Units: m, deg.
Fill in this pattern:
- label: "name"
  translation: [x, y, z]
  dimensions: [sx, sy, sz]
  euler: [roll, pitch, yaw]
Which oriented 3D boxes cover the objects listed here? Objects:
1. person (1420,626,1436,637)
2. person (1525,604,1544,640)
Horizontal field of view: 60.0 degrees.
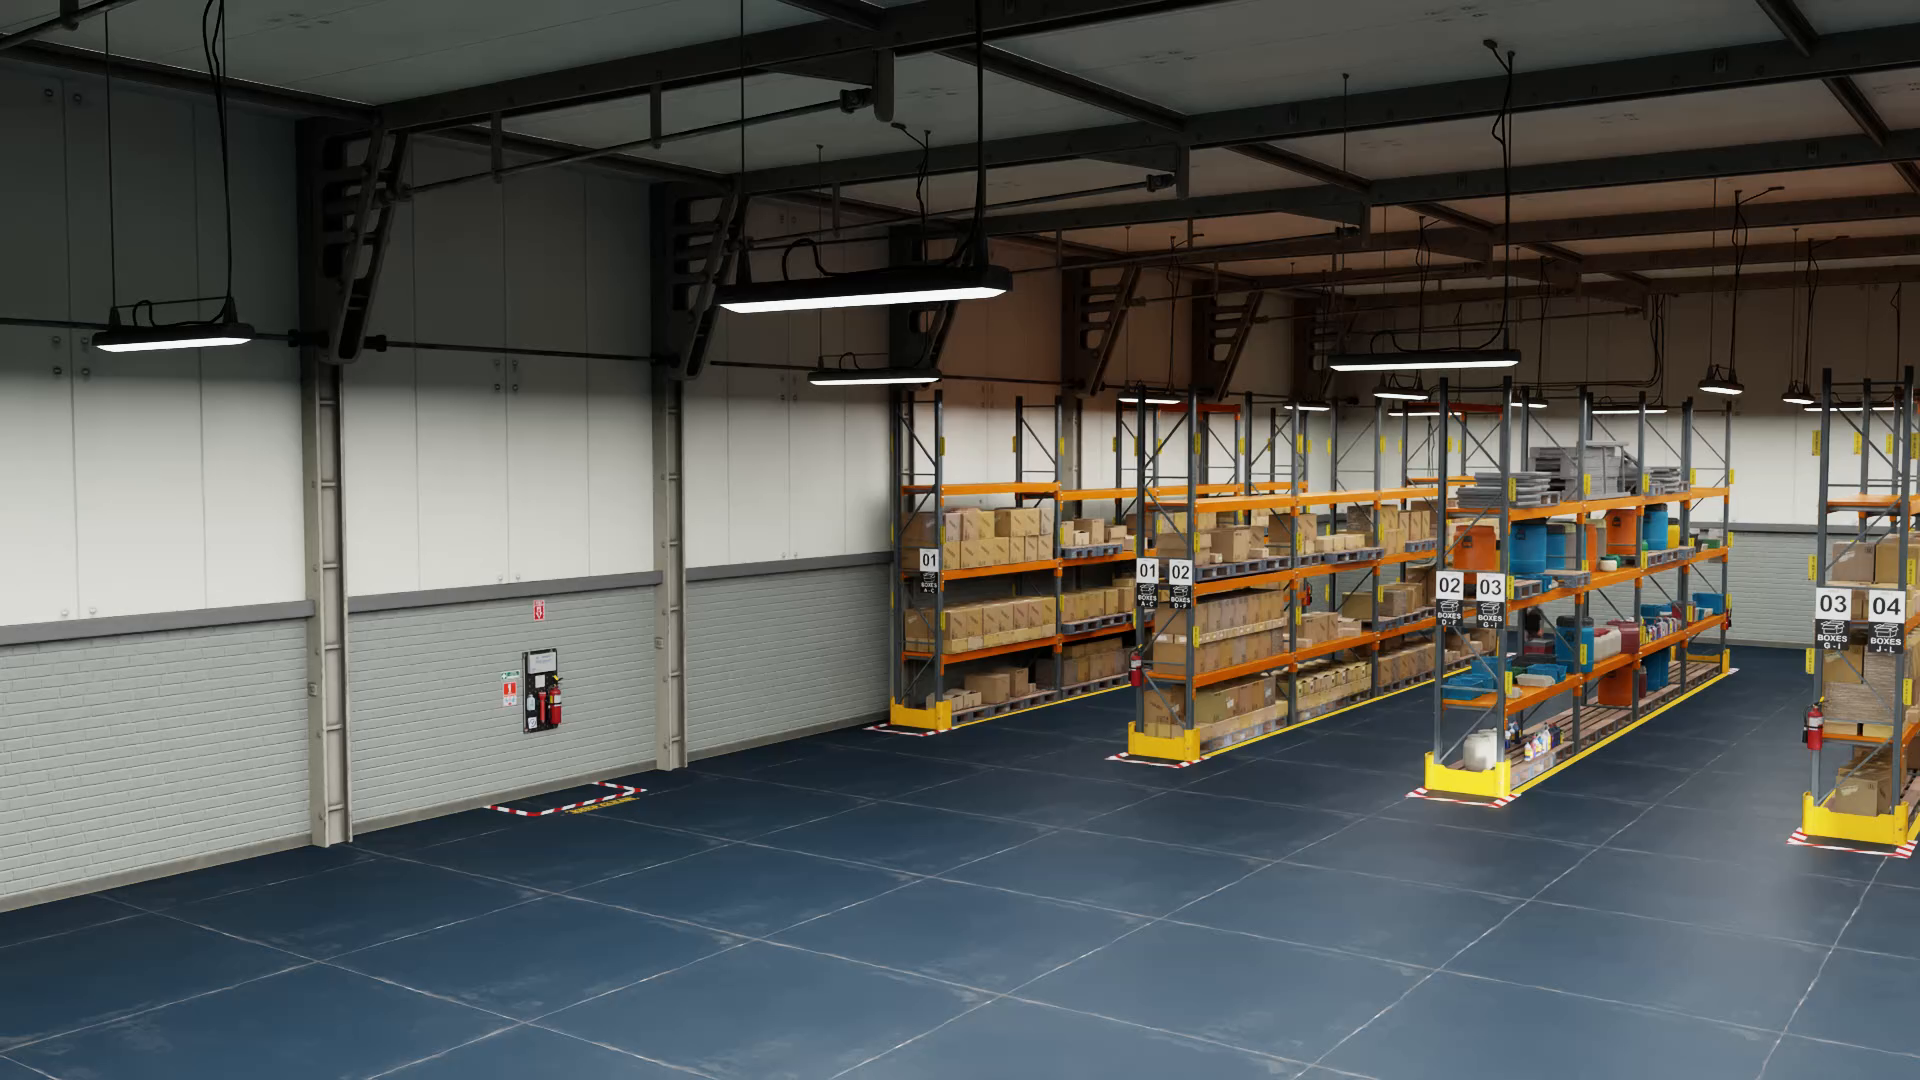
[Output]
- label: "person"
  translation: [11.966, 1.872, 42.115]
  dimensions: [0.412, 1.506, 0.863]
  euler: [-2, 4, -31]
- label: "person"
  translation: [12.997, 2.038, 37.716]
  dimensions: [0.534, 1.676, 0.948]
  euler: [2, 4, 32]
